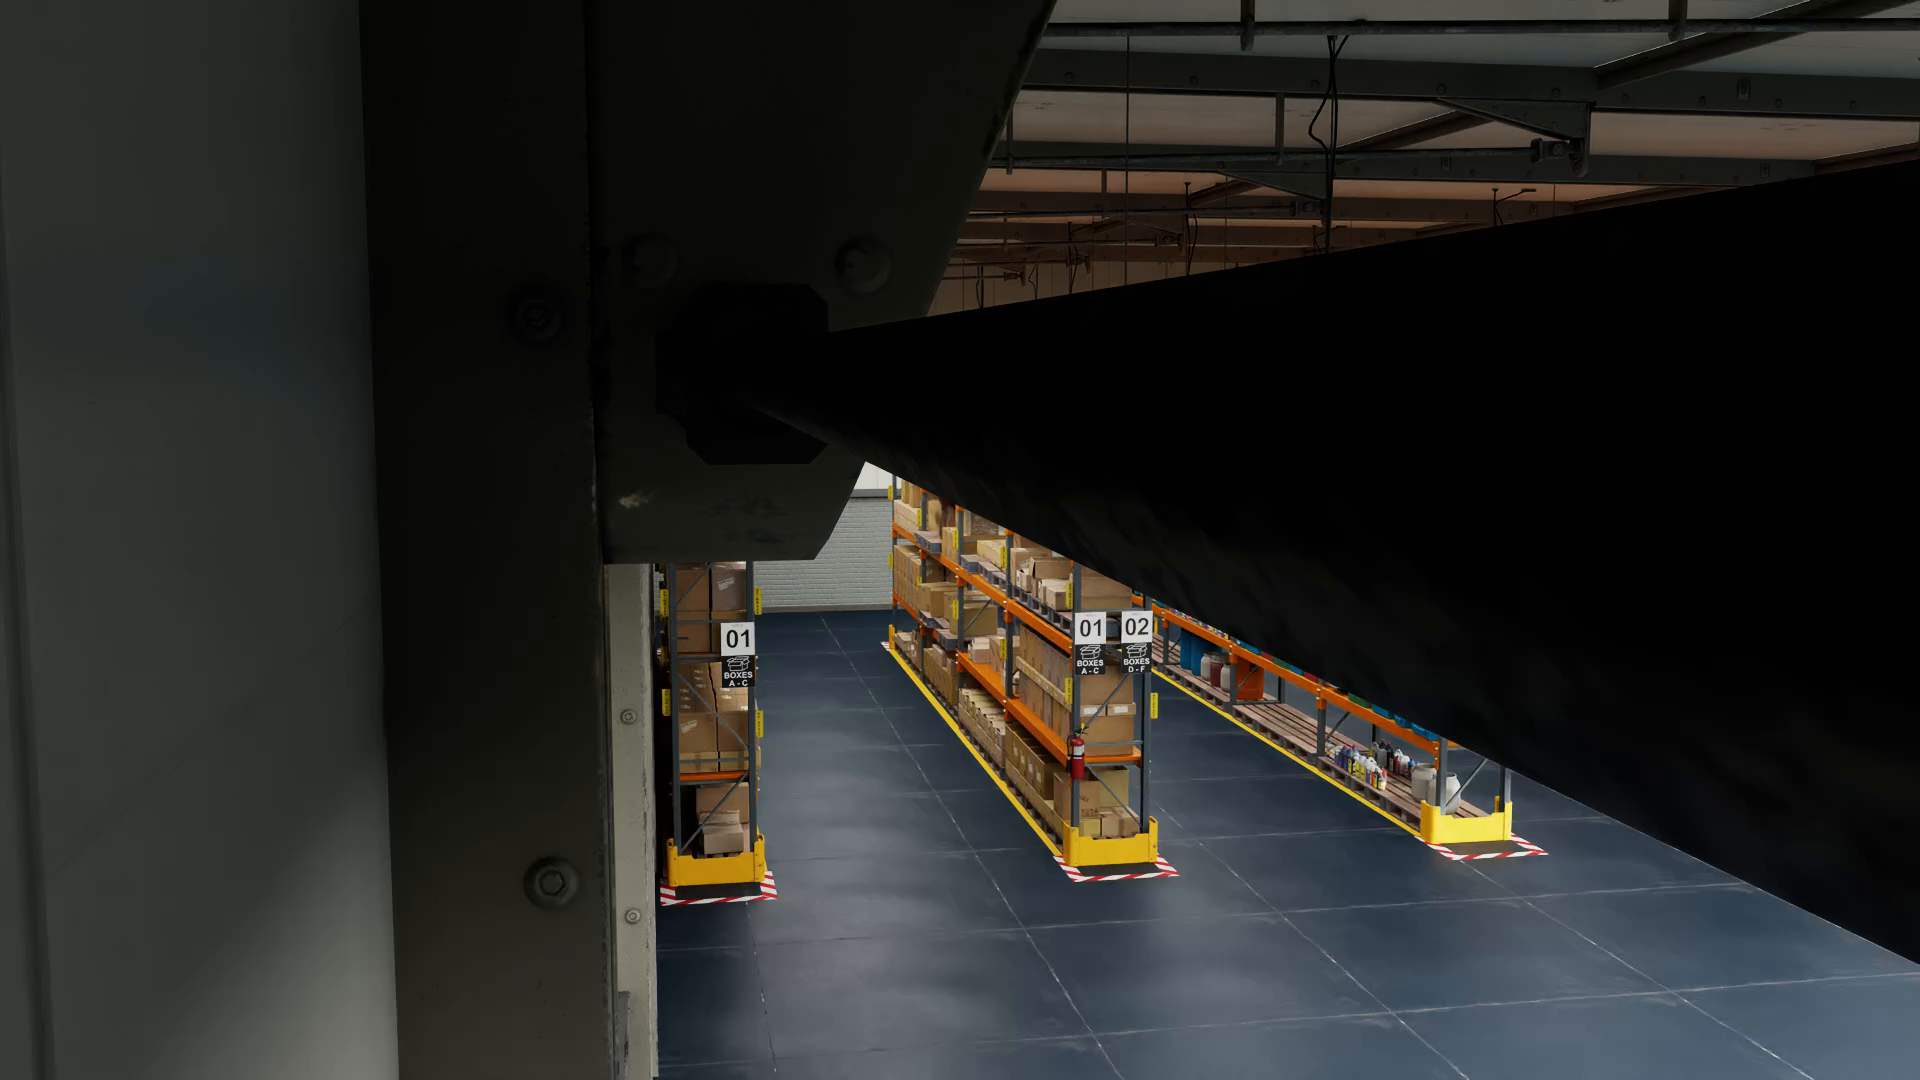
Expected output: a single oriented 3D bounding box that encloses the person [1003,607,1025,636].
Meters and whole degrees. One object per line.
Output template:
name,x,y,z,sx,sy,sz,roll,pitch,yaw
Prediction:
person,1.187,1.768,34.558,0.474,1.610,0.803,-2,7,-20
